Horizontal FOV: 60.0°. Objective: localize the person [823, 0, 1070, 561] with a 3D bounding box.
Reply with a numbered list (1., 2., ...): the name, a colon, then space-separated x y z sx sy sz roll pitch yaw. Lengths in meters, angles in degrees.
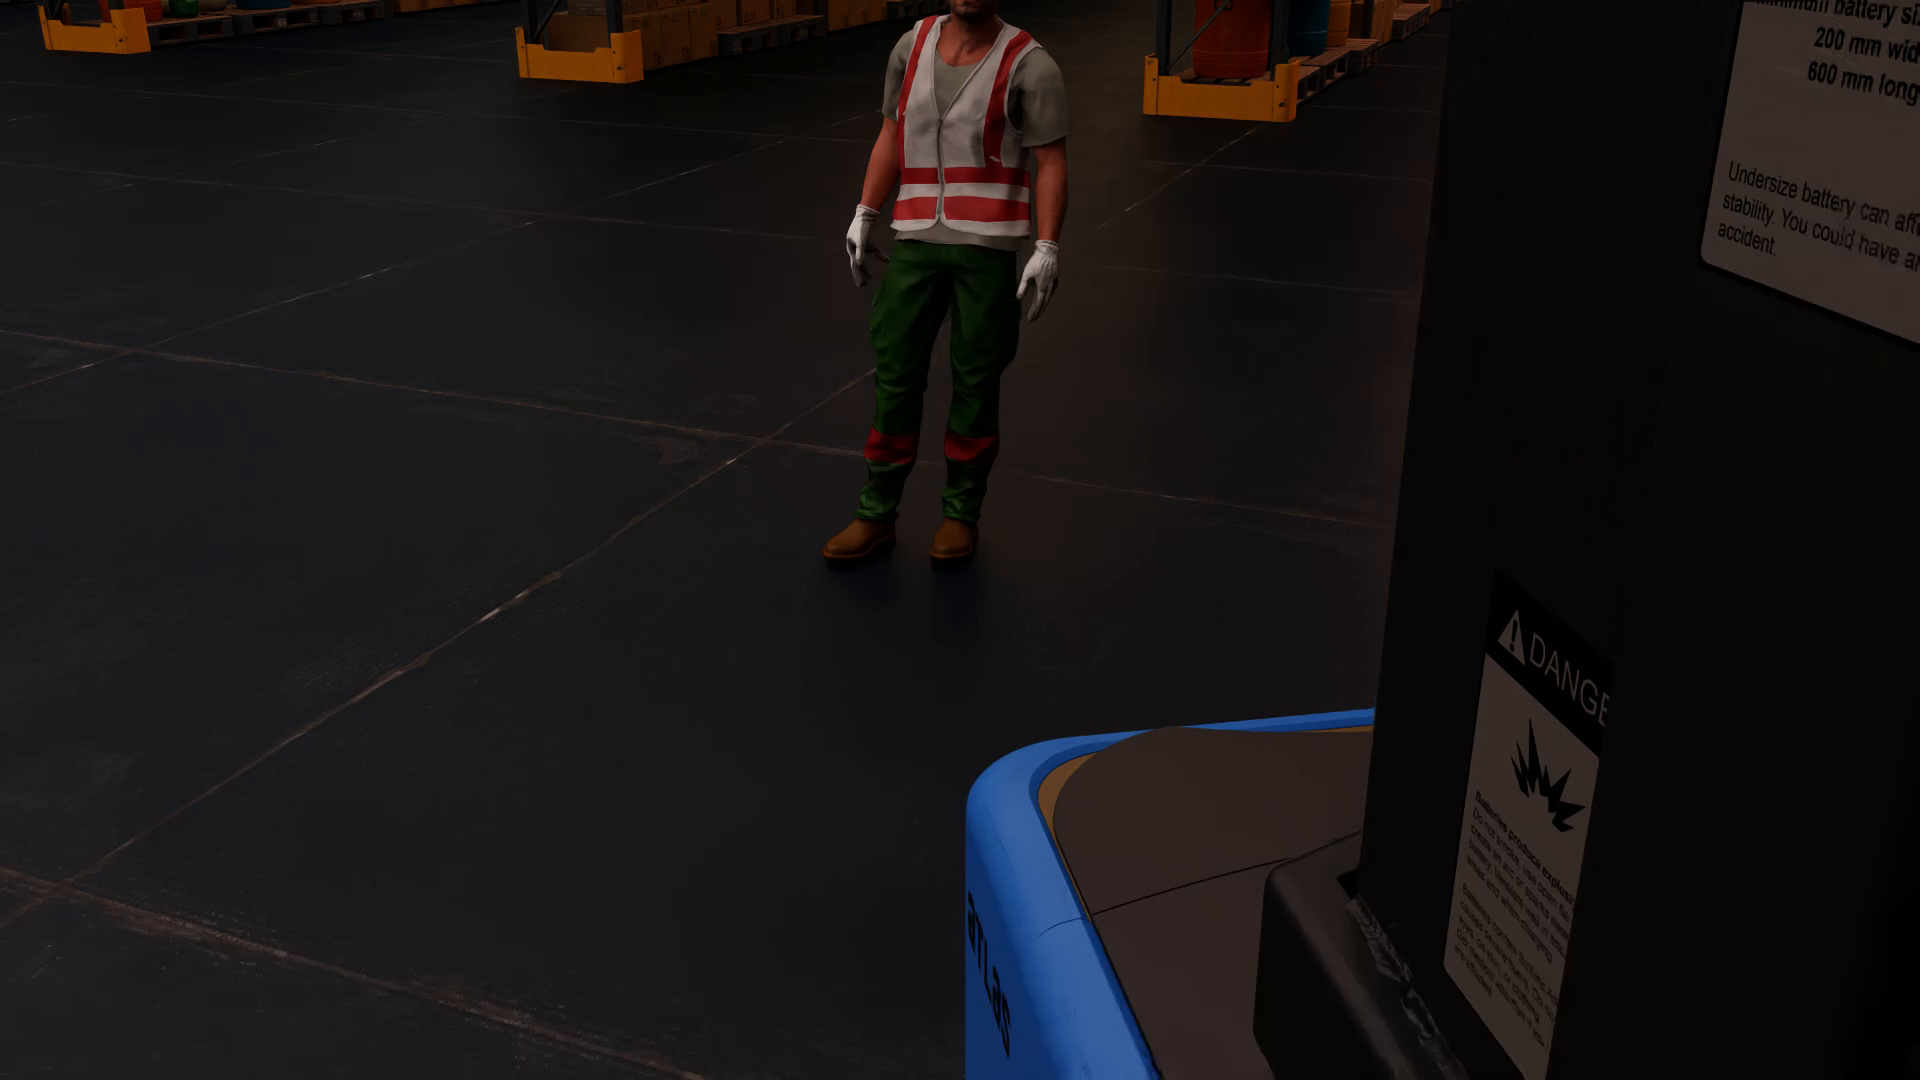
1. person: -0.042 -0.806 4.681 0.637 1.787 0.564 9 24 21
